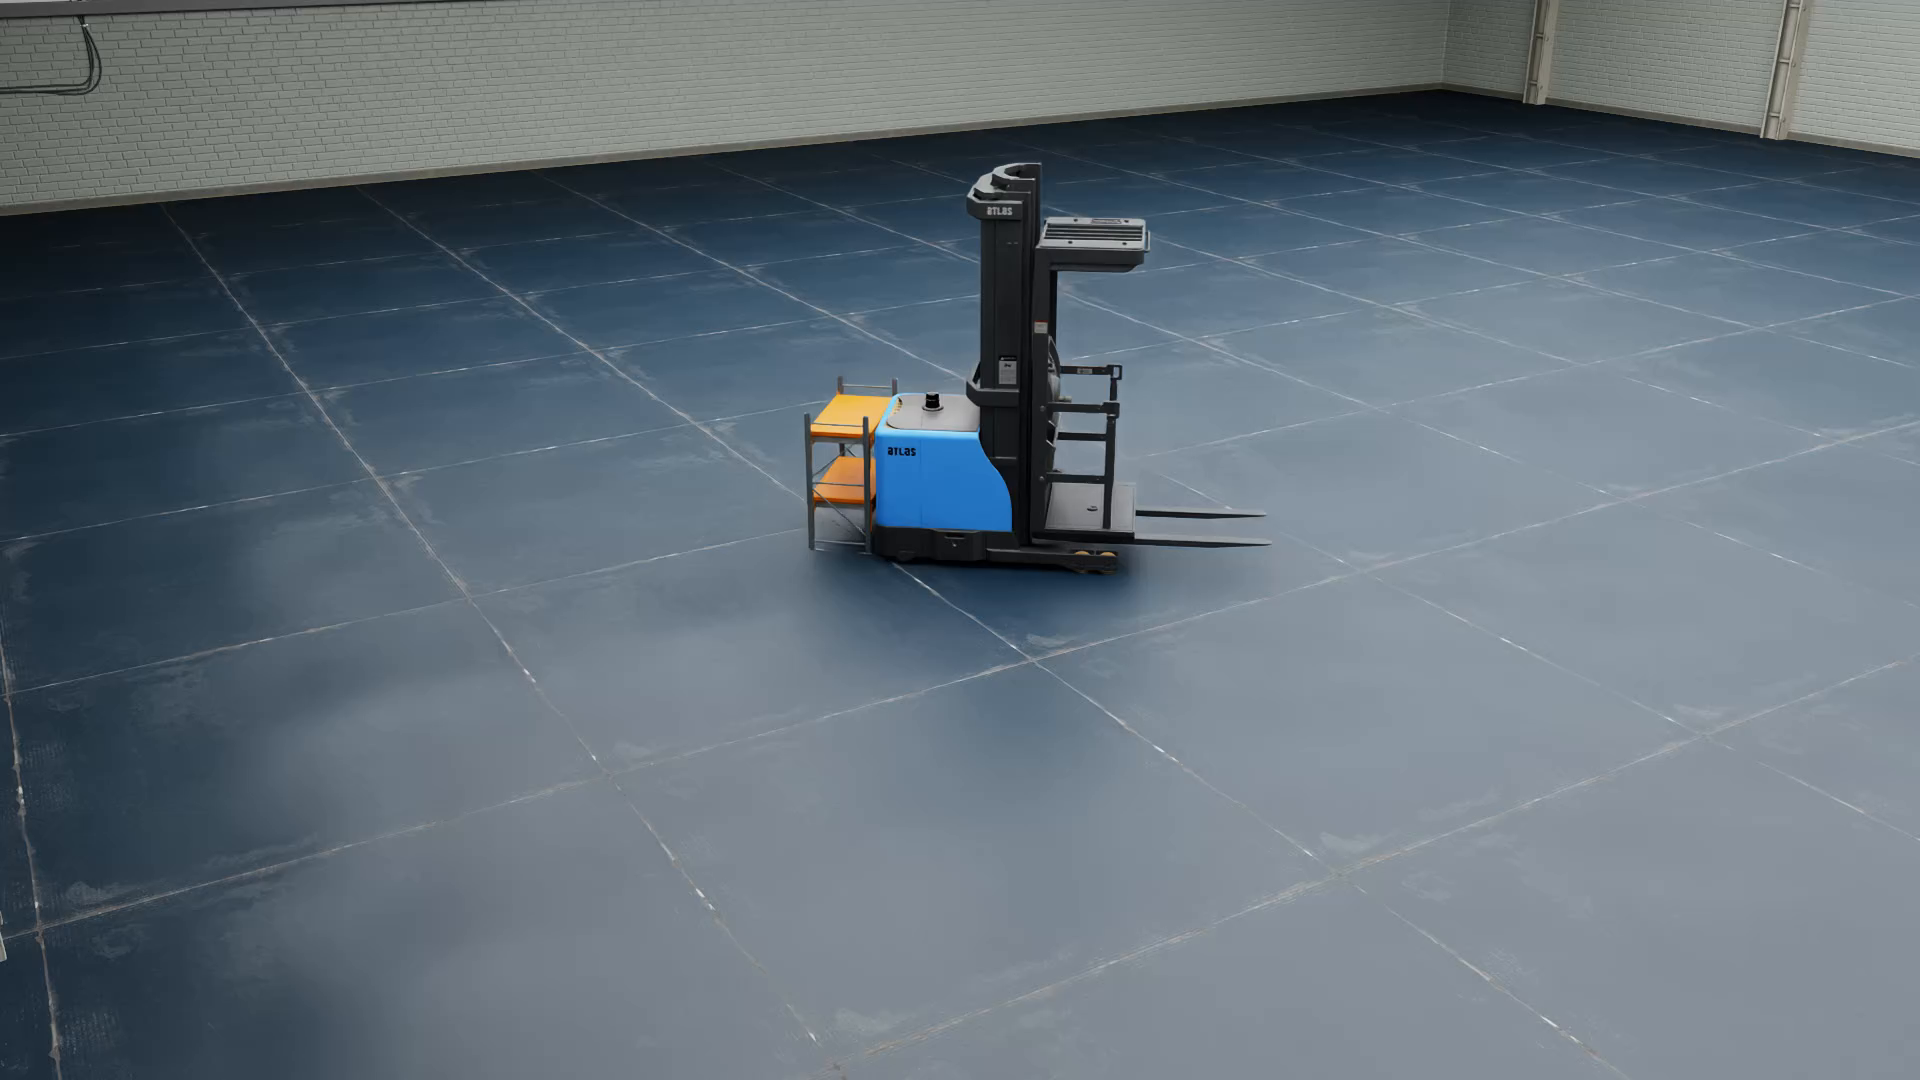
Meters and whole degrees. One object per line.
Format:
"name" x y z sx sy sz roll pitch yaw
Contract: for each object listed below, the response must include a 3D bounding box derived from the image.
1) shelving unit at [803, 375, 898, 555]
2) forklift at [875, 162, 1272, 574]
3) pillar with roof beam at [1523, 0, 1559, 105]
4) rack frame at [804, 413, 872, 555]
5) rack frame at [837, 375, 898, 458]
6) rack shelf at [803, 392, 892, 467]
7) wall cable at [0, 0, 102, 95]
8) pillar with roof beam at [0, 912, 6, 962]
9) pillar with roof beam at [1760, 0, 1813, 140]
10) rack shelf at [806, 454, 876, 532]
"shelving unit" -0.847 -0.616 13.302 0.538 1.125 1.048 4 22 10
"forklift" 0.896 -1.308 12.605 3.031 2.935 1.130 2 22 6
"pillar with roof beam" 9.253 -13.193 33.787 9.100 9.000 0.400 -13 25 -28
"rack frame" -0.939 -0.428 12.838 0.500 1.125 0.032 4 22 10
"rack frame" -0.755 -0.805 13.765 0.500 1.125 0.032 4 22 10
"rack shelf" -0.847 -0.888 13.191 0.538 0.278 1.000 4 22 10
"wall cable" -14.495 -7.732 24.474 3.097 2.526 0.112 -13 25 -28
"pillar with roof beam" -1.231 -2.964 8.619 9.100 9.000 0.400 -13 25 -28
"pillar with roof beam" 12.318 -11.251 29.008 9.100 9.000 0.400 -13 25 -28
"rack shelf" -0.847 -0.390 13.394 0.538 0.278 1.000 4 22 10
